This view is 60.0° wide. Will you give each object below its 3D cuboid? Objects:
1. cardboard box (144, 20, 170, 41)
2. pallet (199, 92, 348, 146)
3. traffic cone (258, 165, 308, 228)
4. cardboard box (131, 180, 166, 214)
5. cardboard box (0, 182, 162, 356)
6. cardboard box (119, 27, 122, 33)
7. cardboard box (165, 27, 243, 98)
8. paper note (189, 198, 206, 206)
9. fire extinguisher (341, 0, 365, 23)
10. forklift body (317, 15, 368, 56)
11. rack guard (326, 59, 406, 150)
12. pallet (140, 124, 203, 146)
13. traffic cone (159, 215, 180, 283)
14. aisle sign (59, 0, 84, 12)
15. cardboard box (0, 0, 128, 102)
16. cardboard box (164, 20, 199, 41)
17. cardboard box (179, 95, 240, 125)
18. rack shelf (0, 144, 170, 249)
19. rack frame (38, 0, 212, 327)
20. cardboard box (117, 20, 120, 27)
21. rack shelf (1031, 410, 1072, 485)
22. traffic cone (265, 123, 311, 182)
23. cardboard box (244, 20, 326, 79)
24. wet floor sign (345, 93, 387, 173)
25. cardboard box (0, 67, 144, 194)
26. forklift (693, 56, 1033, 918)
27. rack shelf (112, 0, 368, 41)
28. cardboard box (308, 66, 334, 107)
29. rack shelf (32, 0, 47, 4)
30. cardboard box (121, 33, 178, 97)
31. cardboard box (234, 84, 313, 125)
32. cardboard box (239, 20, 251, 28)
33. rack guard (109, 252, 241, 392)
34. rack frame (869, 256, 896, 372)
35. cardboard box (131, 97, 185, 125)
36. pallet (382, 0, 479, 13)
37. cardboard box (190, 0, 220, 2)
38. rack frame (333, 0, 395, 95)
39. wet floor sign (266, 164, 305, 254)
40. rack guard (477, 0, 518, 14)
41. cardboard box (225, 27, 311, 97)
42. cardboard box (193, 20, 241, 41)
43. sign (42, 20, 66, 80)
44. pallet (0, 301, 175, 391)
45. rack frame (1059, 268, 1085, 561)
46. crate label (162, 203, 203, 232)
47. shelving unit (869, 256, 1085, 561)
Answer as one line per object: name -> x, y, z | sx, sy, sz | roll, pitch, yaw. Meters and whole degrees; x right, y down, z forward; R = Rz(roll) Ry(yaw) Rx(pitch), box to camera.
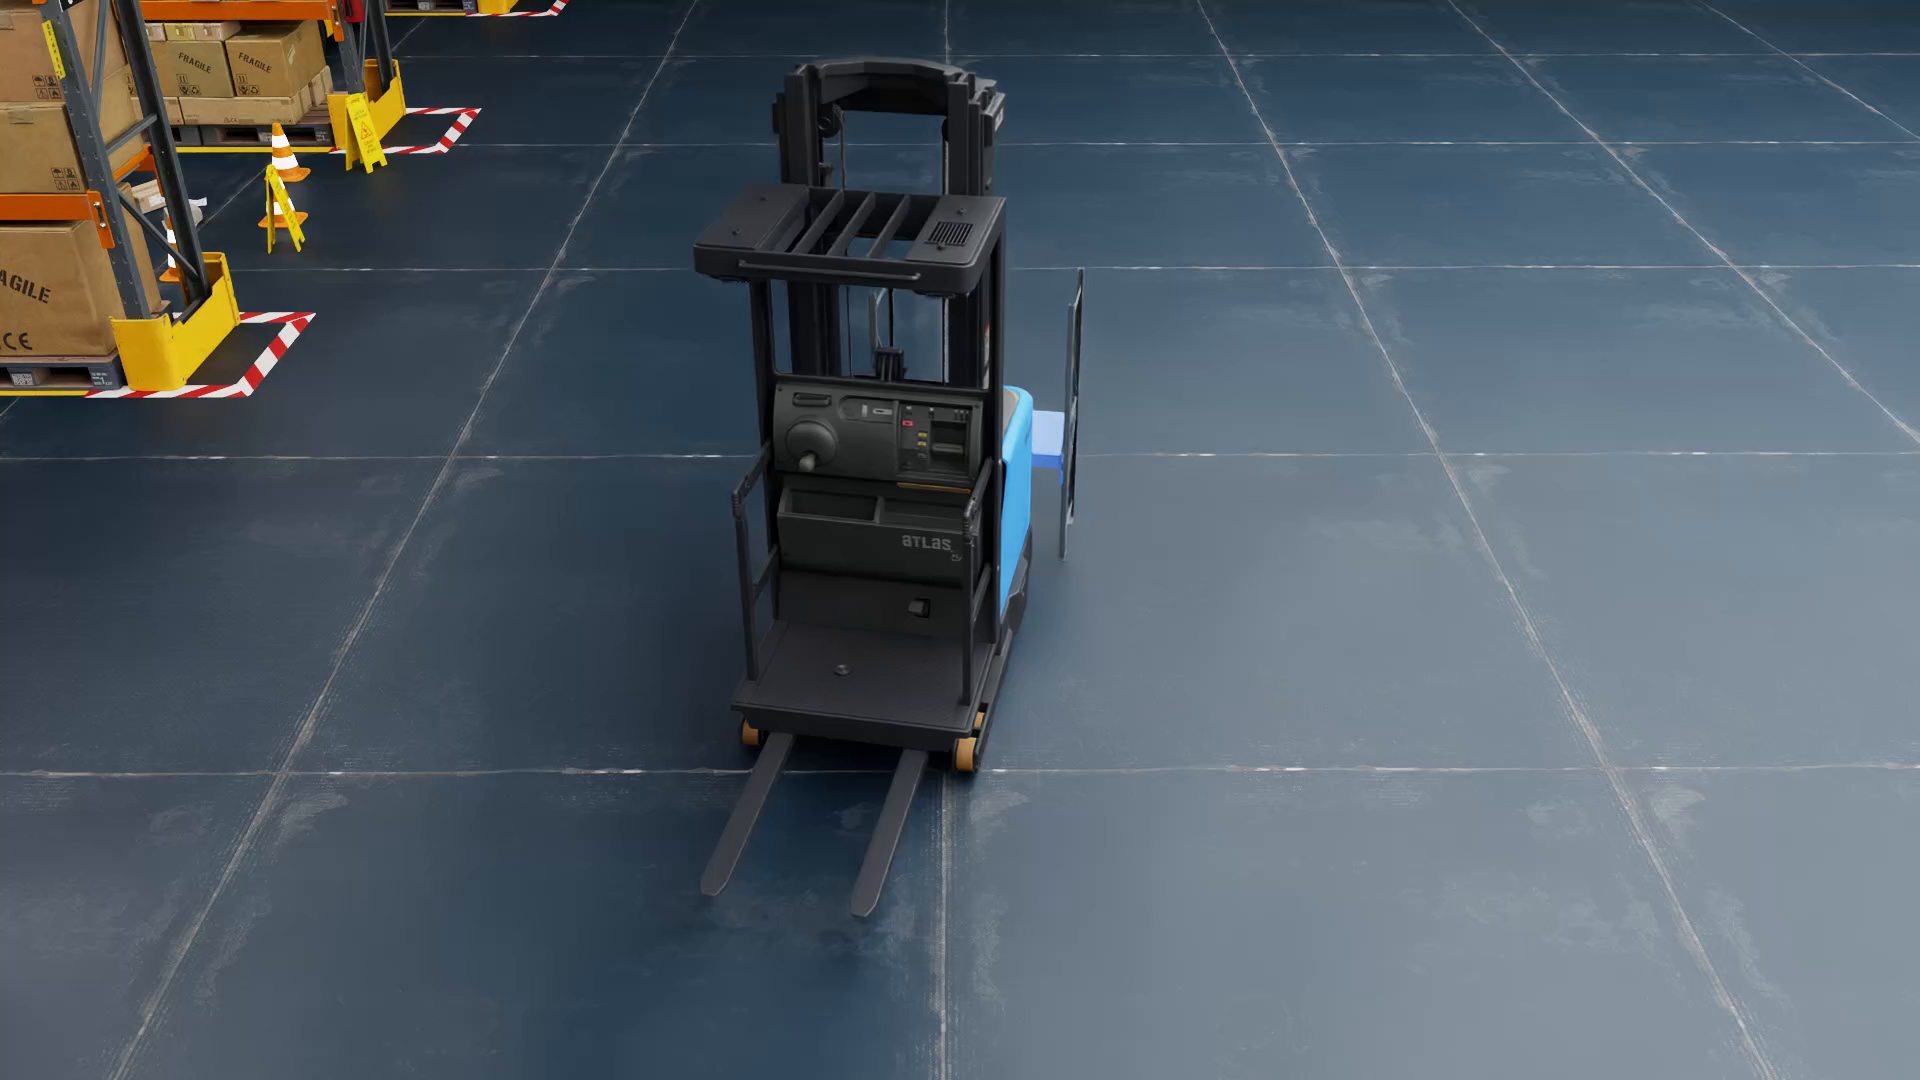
cardboard box -> -7.110, -4.552, 14.759 | 0.250, 0.149, 0.380 | 1, 31, 2
pallet -> -6.317, -3.946, 15.551 | 1.213, 0.211, 1.003 | 0, 31, 0
traffic cone -> -5.504, -2.793, 13.408 | 0.334, 0.463, 0.336 | 0, 31, 0
cardboard box -> -6.726, -2.852, 13.808 | 0.250, 0.149, 0.380 | 16, 35, 25
cardboard box -> -5.975, -1.791, 10.953 | 0.875, 0.875, 0.875 | 0, 31, 0
cardboard box -> -7.783, -4.305, 14.977 | 0.500, 0.500, 0.500 | 1, 31, 2
cardboard box -> -6.750, -4.307, 14.979 | 0.500, 0.500, 0.500 | 1, 31, 2
paper note -> -6.362, -2.818, 13.866 | 0.142, 0.019, 0.148 | -11, 33, -17
fire extinguisher -> -5.311, -4.851, 14.429 | 0.183, 0.674, 0.296 | 0, 31, 0
forklift body -> -7.347, -6.383, 17.696 | 1.214, 2.155, 2.313 | 0, 31, 0
rack guard -> -5.505, -4.054, 15.450 | 0.348, 0.500, 1.175 | 0, 31, 0
pallet -> -7.534, -3.944, 15.547 | 1.213, 0.211, 1.003 | 0, 31, 0
traffic cone -> -5.837, -2.206, 12.440 | 0.334, 0.463, 0.336 | 0, 31, 0
aisle sign -> -5.225, -3.512, 9.640 | 0.004, 0.787, 0.394 | 0, 31, 0
cardboard box -> -5.669, -3.100, 10.283 | 0.550, 0.550, 0.875 | 0, 31, 0
cardboard box -> -6.846, -4.552, 14.759 | 0.250, 0.149, 0.380 | 0, 31, 1
cardboard box -> -6.753, -3.987, 15.176 | 0.500, 0.250, 0.500 | 0, 31, 0
rack shelf -> -7.298, -2.242, 10.747 | 4.000, 0.370, 1.077 | 0, 31, 0
rack frame -> -5.298, -2.556, 10.571 | 0.127, 3.000, 1.000 | 0, 31, 0
cardboard box -> -7.820, -4.581, 15.431 | 0.500, 0.500, 0.500 | 1, 31, 2
rack shelf -> 0.094, -0.545, 9.048 | 1.000, 0.185, 0.538 | 5, 32, 8
traffic cone -> -5.851, -3.368, 14.355 | 0.334, 0.463, 0.336 | 0, 31, 0
cardboard box -> -6.261, -4.588, 15.443 | 0.500, 0.500, 0.500 | -1, 31, -2
wet floor sign -> -5.232, -3.562, 14.499 | 0.232, 0.644, 0.267 | 10, 33, 17
cardboard box -> -5.668, -2.595, 10.491 | 0.550, 0.550, 0.875 | 0, 31, 0
forklift -> -0.401, -0.410, 7.101 | 1.130, 2.935, 3.031 | 6, 32, 9
rack shelf -> -7.428, -4.809, 14.978 | 4.000, 0.370, 1.077 | 0, 31, 0
cardboard box -> -6.237, -4.268, 15.639 | 0.500, 0.250, 0.500 | 0, 31, -1
rack shelf -> -7.298, -3.524, 9.969 | 4.000, 0.370, 1.077 | 0, 31, 0
cardboard box -> -7.255, -4.309, 14.983 | 0.500, 0.500, 0.500 | -1, 31, -1
cardboard box -> -6.259, -3.985, 15.172 | 0.500, 0.250, 0.500 | 0, 31, -1
cardboard box -> -6.783, -4.584, 15.437 | 0.500, 0.500, 0.500 | -1, 31, -2
rack guard -> -5.274, -1.487, 11.219 | 0.348, 0.500, 1.175 | 0, 31, 0
rack frame -> -0.407, -0.742, 9.027 | 0.032, 1.500, 0.500 | 5, 32, 8
cardboard box -> -7.277, -3.983, 15.169 | 0.500, 0.250, 0.500 | -1, 31, -2
pallet -> -6.227, -6.482, 19.729 | 1.213, 0.211, 1.003 | 0, 31, 0
cardboard box -> -6.568, -4.839, 14.576 | 0.250, 0.149, 0.380 | 0, 31, 1
rack frame -> -5.429, -5.123, 14.802 | 0.127, 3.000, 1.000 | 0, 31, 0
wet floor sign -> -5.281, -2.576, 12.874 | 0.232, 0.644, 0.267 | -5, 32, -9
rack guard -> -5.438, -6.629, 19.694 | 0.348, 0.500, 1.175 | 0, 31, 0
cardboard box -> -6.228, -4.310, 14.985 | 0.500, 0.500, 0.500 | 0, 31, 0
cardboard box -> -6.595, -4.551, 14.757 | 0.250, 0.149, 0.380 | 1, 31, 1
sign -> -5.308, -2.871, 9.745 | 0.005, 0.325, 0.100 | 0, 31, 0
pallet -> -6.097, -1.320, 11.223 | 1.213, 0.211, 1.003 | 0, 31, 0
rack frame -> 0.595, -0.654, 8.883 | 0.032, 1.500, 0.500 | 5, 32, 8
crate label -> -6.290, -2.619, 13.435 | 0.298, 0.136, 0.250 | -17, 35, -26
shelving unit -> 0.094, -0.698, 8.955 | 1.048, 1.500, 0.538 | 5, 32, 8
